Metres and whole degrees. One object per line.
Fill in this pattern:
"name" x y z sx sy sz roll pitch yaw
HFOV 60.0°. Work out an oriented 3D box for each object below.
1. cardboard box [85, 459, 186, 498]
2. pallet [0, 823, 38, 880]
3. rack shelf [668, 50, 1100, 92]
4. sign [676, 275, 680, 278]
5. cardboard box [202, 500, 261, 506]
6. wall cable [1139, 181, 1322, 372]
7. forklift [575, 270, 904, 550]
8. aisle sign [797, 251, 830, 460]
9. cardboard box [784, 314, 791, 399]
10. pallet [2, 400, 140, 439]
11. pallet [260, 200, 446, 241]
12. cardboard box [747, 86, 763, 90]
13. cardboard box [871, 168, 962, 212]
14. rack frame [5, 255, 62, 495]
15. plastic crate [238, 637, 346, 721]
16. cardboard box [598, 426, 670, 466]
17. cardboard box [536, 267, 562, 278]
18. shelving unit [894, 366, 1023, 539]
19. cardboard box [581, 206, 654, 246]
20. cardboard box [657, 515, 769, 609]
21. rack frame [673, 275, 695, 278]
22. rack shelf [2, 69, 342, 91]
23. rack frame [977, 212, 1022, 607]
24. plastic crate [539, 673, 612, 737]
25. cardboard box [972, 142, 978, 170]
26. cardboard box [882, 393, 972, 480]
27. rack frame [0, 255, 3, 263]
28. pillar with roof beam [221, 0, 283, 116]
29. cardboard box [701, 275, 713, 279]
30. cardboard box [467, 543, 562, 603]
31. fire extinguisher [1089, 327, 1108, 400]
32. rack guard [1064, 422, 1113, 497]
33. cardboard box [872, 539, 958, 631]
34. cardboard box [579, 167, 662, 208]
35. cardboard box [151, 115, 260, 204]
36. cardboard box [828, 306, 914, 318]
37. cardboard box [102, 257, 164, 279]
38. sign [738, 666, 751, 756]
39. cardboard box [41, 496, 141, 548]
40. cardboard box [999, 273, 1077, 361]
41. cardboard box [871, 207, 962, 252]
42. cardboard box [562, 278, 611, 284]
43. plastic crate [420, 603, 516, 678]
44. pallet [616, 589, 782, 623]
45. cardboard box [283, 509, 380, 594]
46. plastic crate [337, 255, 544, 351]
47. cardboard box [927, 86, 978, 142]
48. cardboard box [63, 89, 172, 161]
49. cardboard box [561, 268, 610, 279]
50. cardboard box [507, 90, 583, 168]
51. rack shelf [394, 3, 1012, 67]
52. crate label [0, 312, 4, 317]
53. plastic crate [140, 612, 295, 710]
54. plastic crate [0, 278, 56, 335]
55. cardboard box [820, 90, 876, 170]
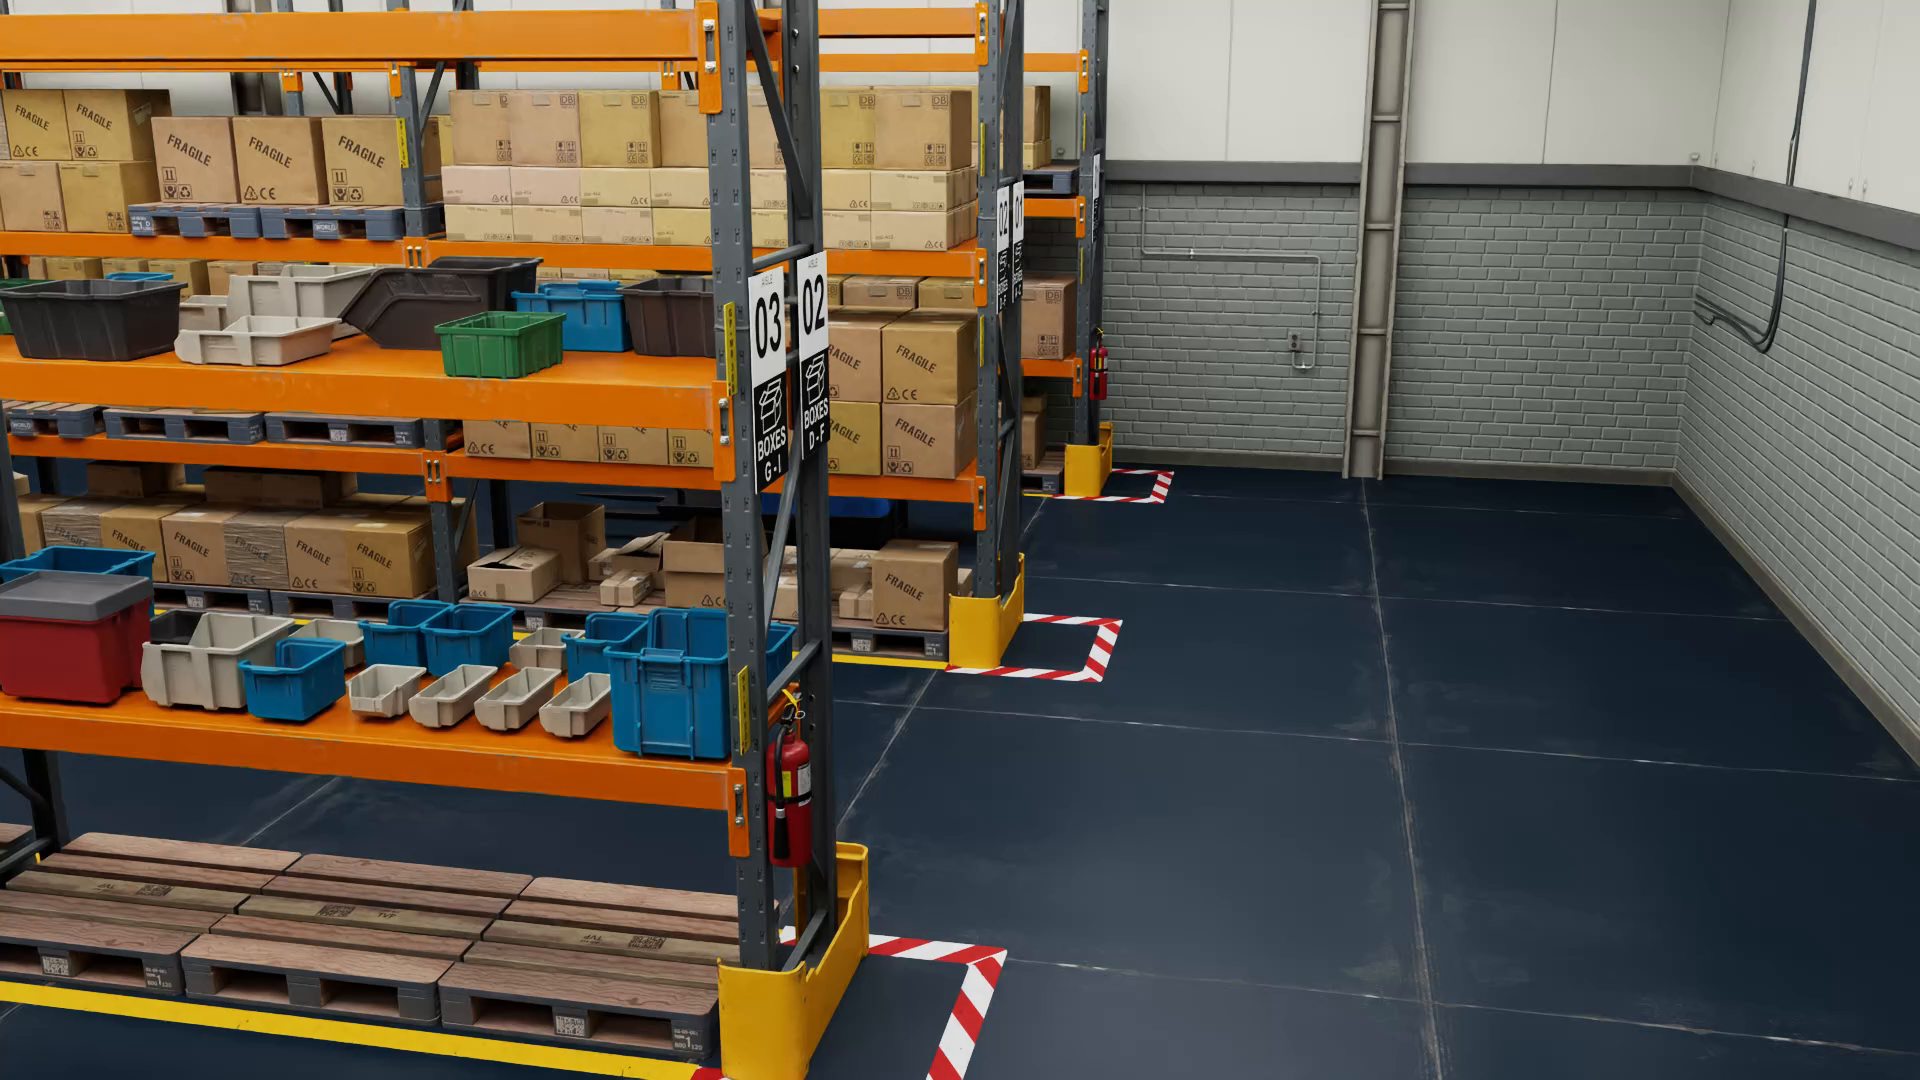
"cardboard box" -6.547 -0.524 13.219 0.500 0.250 0.500 4 16 13
"pallet" -5.385 1.655 8.124 1.213 0.211 1.003 3 16 11
"rack shelf" -0.703 -4.474 15.884 4.000 0.370 1.077 3 16 11
"sign" -2.761 -2.606 16.262 0.005 0.325 0.100 3 16 11
"cardboard box" -5.580 -0.111 13.132 0.500 0.500 0.500 3 16 9
"wall cable" 2.700 -2.685 16.663 1.851 1.984 0.084 3 16 11
"forklift" -2.055 -1.489 14.378 3.031 2.935 1.130 2 16 8
"aisle sign" -0.587 -0.751 6.715 0.004 0.787 0.394 3 16 11
"cardboard box" -1.222 -1.255 11.343 0.500 0.500 0.500 4 16 13
"pallet" -6.888 -1.036 12.971 1.003 0.211 1.213 3 16 11
"pallet" -4.271 -2.341 12.057 1.003 0.211 1.213 3 16 11
"cardboard box" -2.020 -4.103 15.968 0.500 0.500 0.500 3 16 11
"cardboard box" -0.281 -2.295 10.884 0.500 0.250 0.500 3 16 11
"rack frame" -7.566 -1.146 13.009 0.127 3.000 1.000 3 16 11
"plastic crate" -2.781 0.585 6.962 0.300 0.233 0.416 3 16 11
"cardboard box" -2.209 -0.829 11.679 0.500 0.500 0.500 3 16 11
"cardboard box" -4.170 -2.806 16.817 0.500 0.250 0.500 3 16 12
"shelving unit" -0.013 -0.729 14.314 1.048 1.500 0.538 2 16 9
"cardboard box" -2.240 -2.161 11.336 0.500 0.250 0.500 3 16 11
"cardboard box" -1.804 0.157 12.160 0.637 0.503 0.797 3 16 11
"rack frame" -2.663 -2.229 16.920 0.127 3.000 1.000 3 16 11
"rack shelf" -8.542 -4.900 17.421 4.000 0.370 1.077 3 16 11
"rack frame" 0.274 -0.720 11.473 0.127 3.000 1.000 3 16 11
"plastic crate" -1.552 0.678 6.808 0.243 0.136 0.396 3 16 11
"cardboard box" -0.024 -3.637 15.691 0.500 0.250 0.500 3 16 9
"cardboard box" -0.220 -0.721 11.288 0.500 0.500 0.500 4 16 13
"rack frame" -10.502 -2.655 18.456 0.127 3.000 1.000 3 16 11
"pillar with roof beam" -8.542 -4.502 13.888 0.400 9.000 9.100 3 16 11
"cardboard box" -2.134 -2.340 16.760 0.700 0.700 0.980 3 16 12
"cardboard box" -3.278 0.230 12.256 0.500 0.311 0.500 3 16 11
"fire extinguisher" 1.313 -1.670 15.747 0.183 0.674 0.296 3 16 11
"rack guard" 1.281 -0.810 16.481 0.348 0.500 1.175 3 16 11
"cardboard box" -0.308 0.308 11.620 0.500 0.500 0.500 3 16 11
"cardboard box" -2.241 -2.401 11.264 0.500 0.250 0.500 3 16 11
"cardboard box" -5.433 -2.794 12.178 0.600 0.600 0.600 2 16 9
"cardboard box" -0.623 -1.369 11.753 0.500 0.500 0.500 3 16 12
"cardboard box" -8.813 -2.820 18.043 0.500 0.500 0.700 5 16 19
"sign" -0.811 0.642 6.251 0.005 0.325 0.100 3 16 11
"cardboard box" -6.663 -0.028 12.832 0.500 0.500 0.500 3 16 9
"cardboard box" 0.755 -2.185 16.200 0.700 0.700 0.980 4 16 14
"cardboard box" -0.282 -2.052 10.942 0.500 0.250 0.500 3 16 11
"cardboard box" -3.667 -2.413 16.803 0.500 0.500 0.500 3 16 12
"plastic crate" -2.184 0.458 7.421 0.300 0.233 0.416 3 16 11
"pallet" -1.774 0.512 12.248 1.213 0.211 1.003 3 16 11
"cardboard box" -4.670 0.080 12.443 0.500 0.500 0.500 3 16 11
"plastic crate" -2.160 -0.993 6.956 0.767 0.338 0.504 3 16 11
"cardboard box" -0.003 -3.998 15.591 0.500 0.500 0.500 4 16 13
"cardboard box" -6.140 -3.042 12.176 0.500 0.500 0.500 3 16 11
"cardboard box" -3.671 -2.779 16.719 0.500 0.250 0.500 3 16 12
"cardboard box" -2.700 -2.829 11.406 0.500 0.500 0.700 3 16 11
"rack shelf" -1.686 -3.369 11.153 4.000 0.370 1.077 3 16 11
"crate label" -4.215 -0.854 6.832 0.466 0.136 0.293 3 16 11
"plastic crate" -3.177 0.520 7.104 0.530 0.282 0.437 3 16 11
"plastic crate" -4.162 -1.037 7.396 0.662 0.188 0.450 3 16 11
"cardboard box" -0.706 -2.768 11.185 0.500 0.500 0.700 3 16 11
